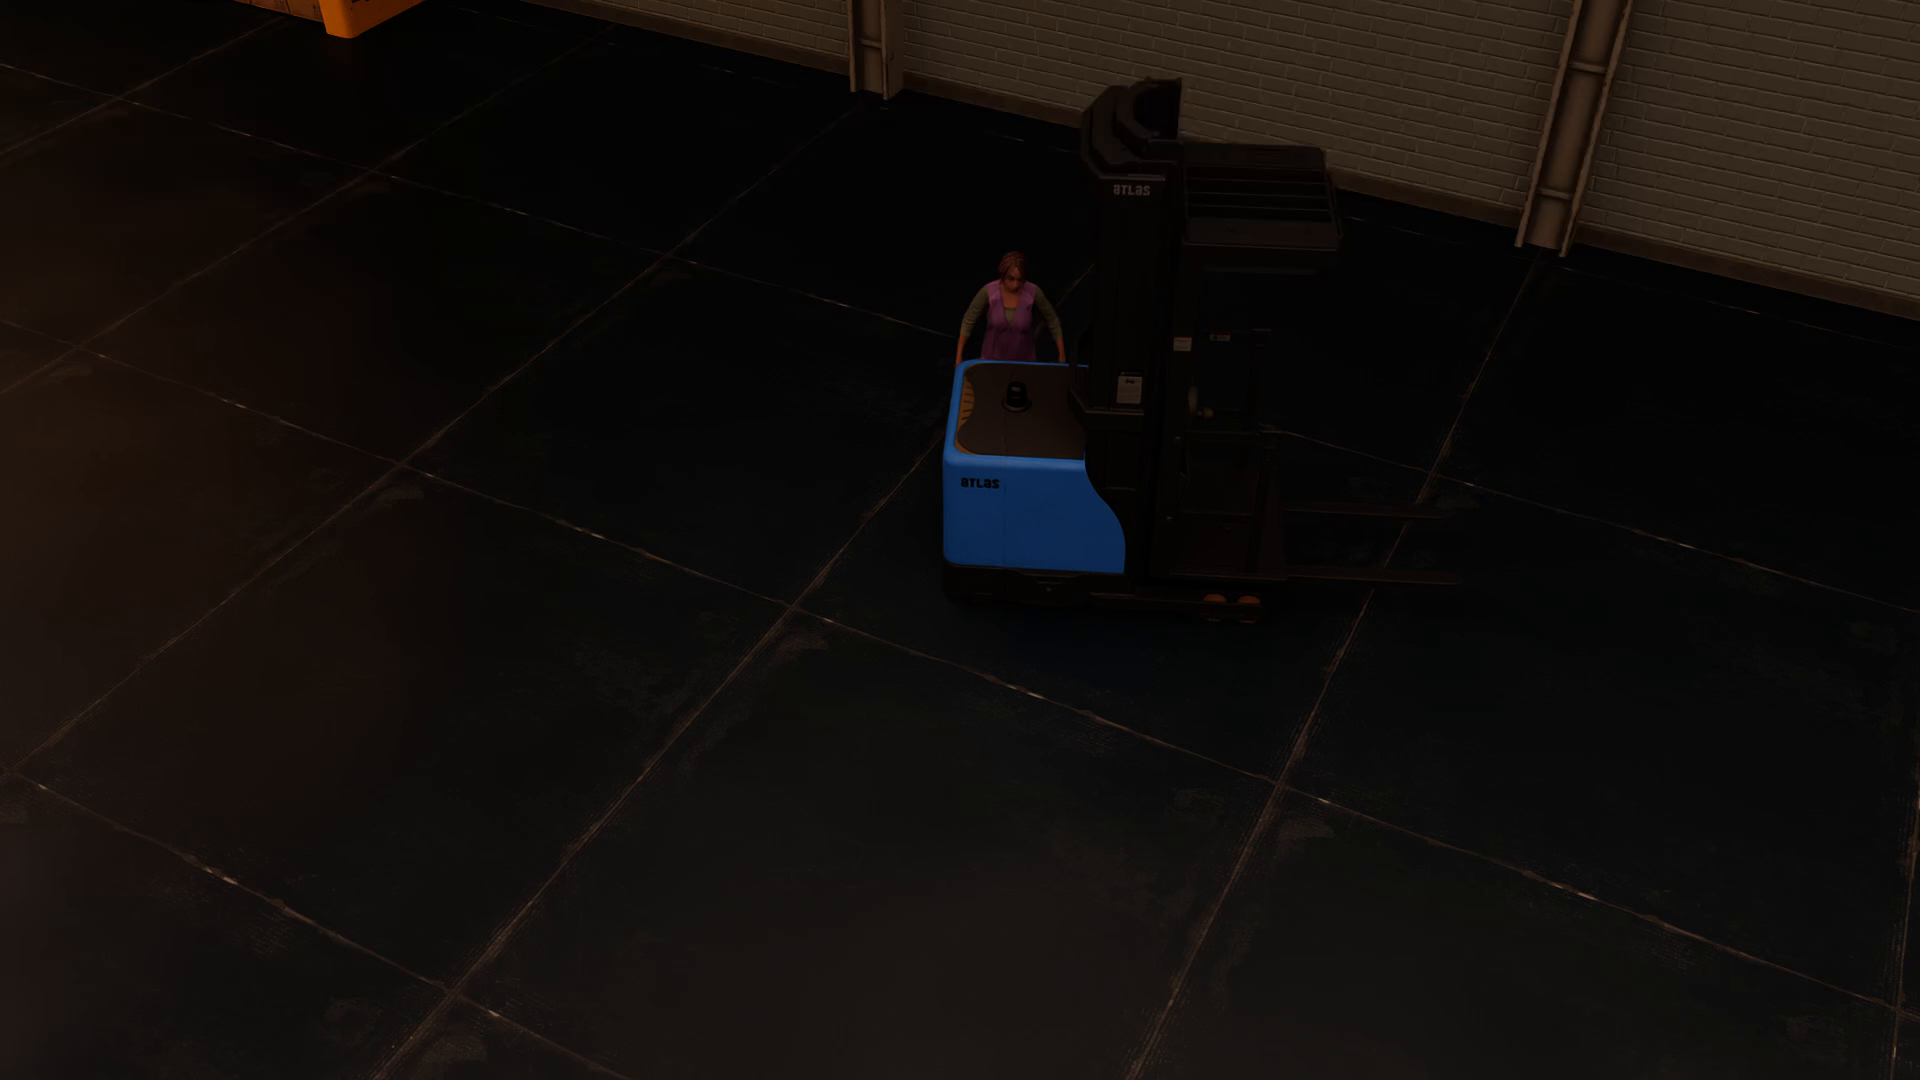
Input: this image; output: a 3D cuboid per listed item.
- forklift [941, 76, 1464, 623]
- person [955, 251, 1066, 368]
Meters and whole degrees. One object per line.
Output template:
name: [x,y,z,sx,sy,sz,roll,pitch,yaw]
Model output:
forklift: [1.434,-0.994,9.167,3.031,2.935,1.130,3,40,4]
person: [0.316,-1.085,10.343,0.694,1.553,0.412,0,40,0]
